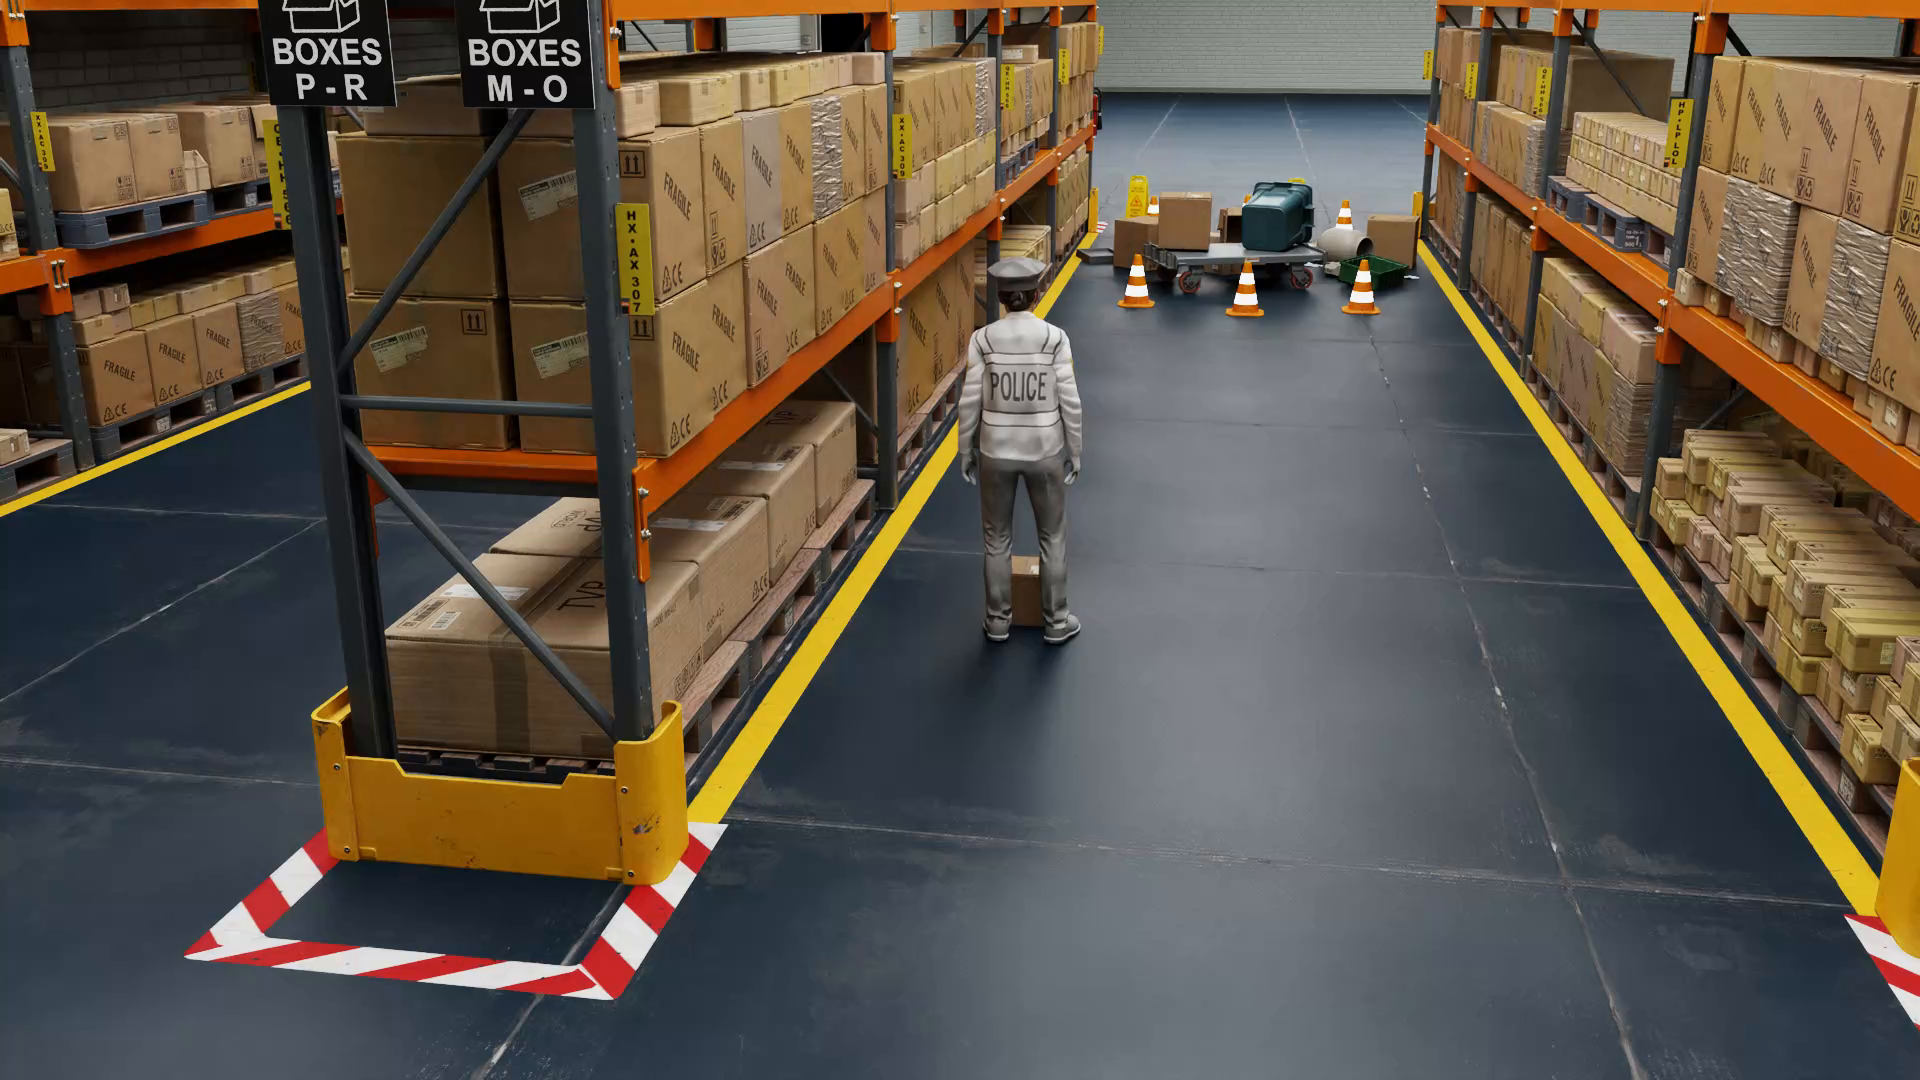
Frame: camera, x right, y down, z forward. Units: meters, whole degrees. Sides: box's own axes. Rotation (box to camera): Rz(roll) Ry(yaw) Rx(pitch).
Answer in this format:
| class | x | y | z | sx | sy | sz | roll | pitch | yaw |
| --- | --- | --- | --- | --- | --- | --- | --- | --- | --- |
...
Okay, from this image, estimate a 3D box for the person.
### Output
| class | x | y | z | sx | sy | sz | roll | pitch | yaw |
| --- | --- | --- | --- | --- | --- | --- | --- | --- | --- |
| person | 0.262 | -0.364 | 7.168 | 0.546 | 1.663 | 0.375 | 2 | 18 | 5 |
